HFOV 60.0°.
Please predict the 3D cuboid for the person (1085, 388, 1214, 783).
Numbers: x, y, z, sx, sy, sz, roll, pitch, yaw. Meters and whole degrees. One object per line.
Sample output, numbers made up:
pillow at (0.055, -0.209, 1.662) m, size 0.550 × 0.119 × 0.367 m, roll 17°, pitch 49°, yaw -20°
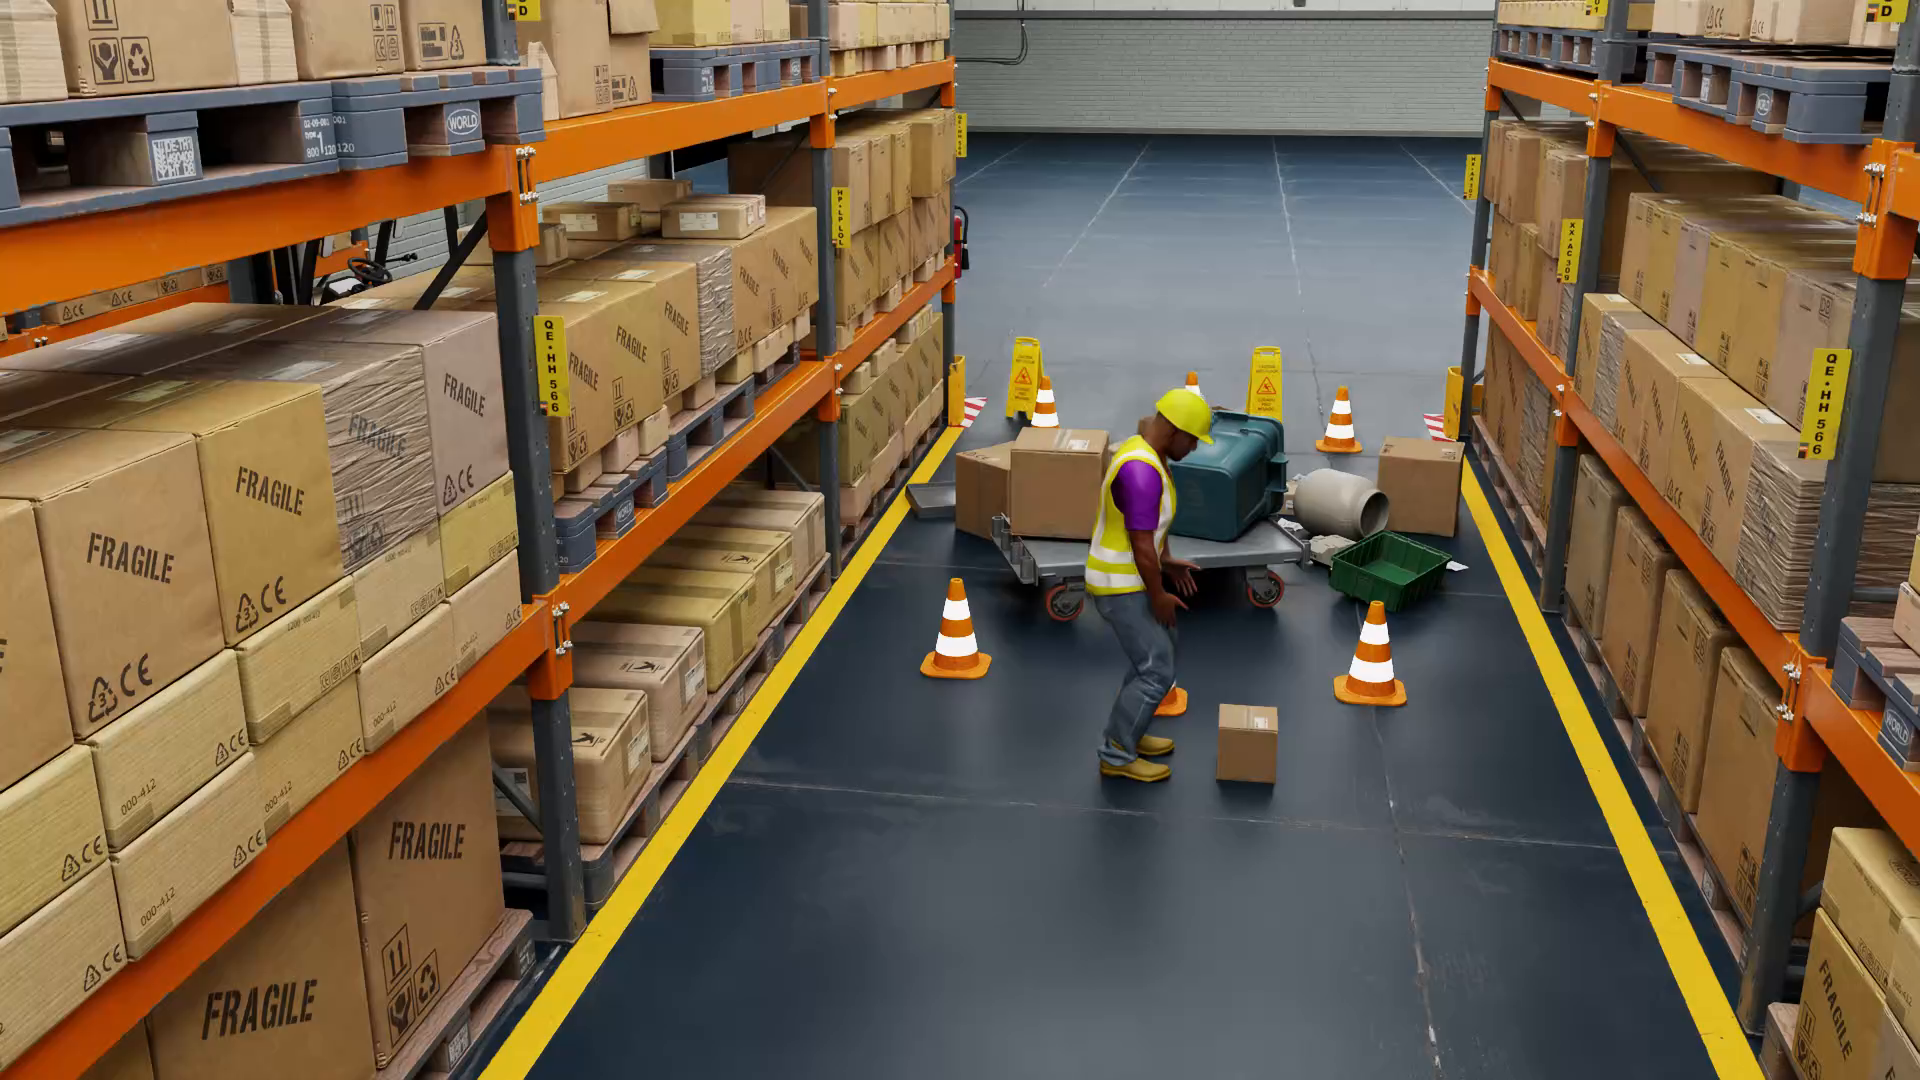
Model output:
person at (0.798, 0.175, 7.111) m, size 0.511 × 1.682 × 0.602 m, roll 3°, pitch 18°, yaw 10°
